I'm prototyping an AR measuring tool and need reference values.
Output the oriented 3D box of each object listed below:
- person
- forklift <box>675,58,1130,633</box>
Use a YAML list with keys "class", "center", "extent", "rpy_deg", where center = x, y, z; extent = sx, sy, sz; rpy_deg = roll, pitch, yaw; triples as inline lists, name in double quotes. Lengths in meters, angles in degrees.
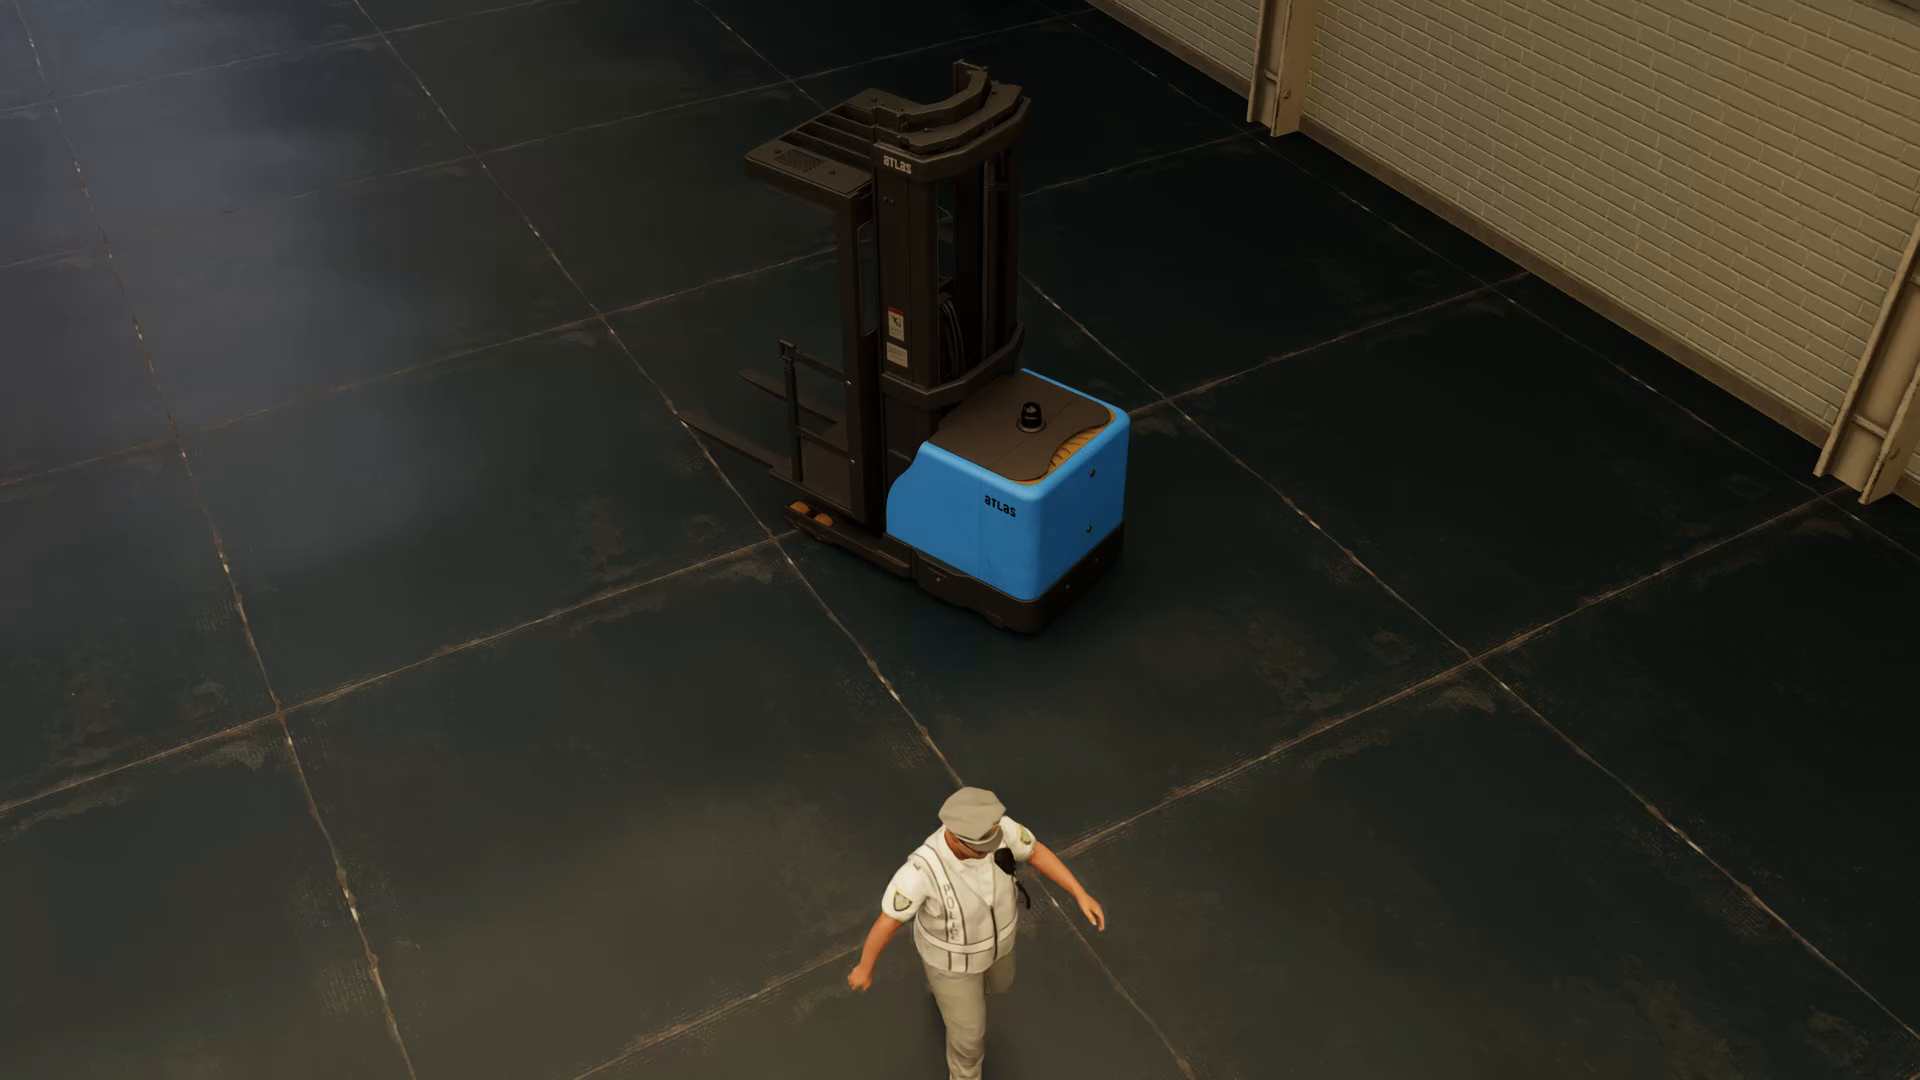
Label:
- class: "person"
  center: [0.020, 1.699, 6.943]
  extent: [0.916, 1.728, 0.754]
  rpy_deg: [-29, 48, -30]
- class: "forklift"
  center: [-0.481, -1.366, 9.683]
  extent: [3.031, 2.935, 1.130]
  rpy_deg: [26, 46, 28]
